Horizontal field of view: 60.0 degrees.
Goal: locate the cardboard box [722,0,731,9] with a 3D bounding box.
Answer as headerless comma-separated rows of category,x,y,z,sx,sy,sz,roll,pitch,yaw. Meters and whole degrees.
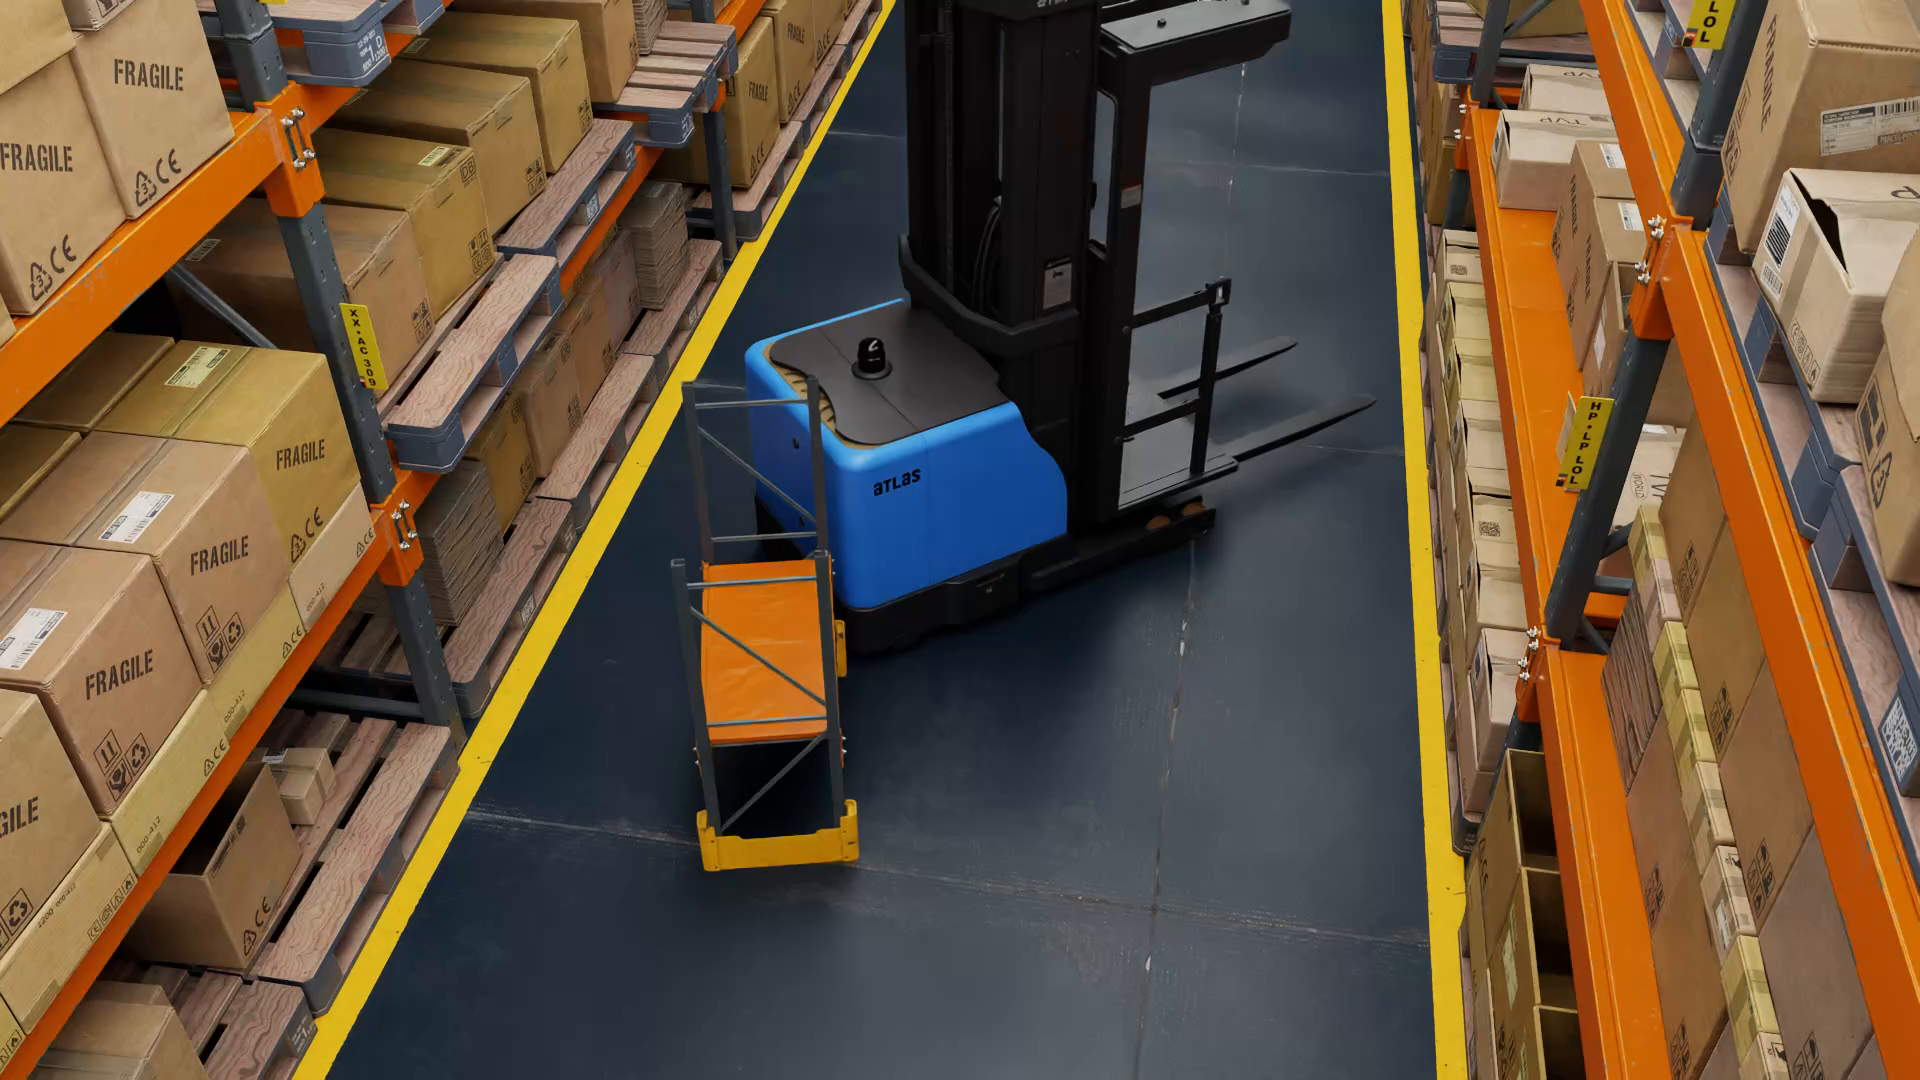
cardboard box,-1.475,-3.117,9.347,0.380,0.149,0.250,7,40,8

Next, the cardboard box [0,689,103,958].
cardboard box,-2.549,0.690,4.075,0.500,0.500,0.500,8,40,9

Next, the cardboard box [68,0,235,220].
cardboard box,-2.349,-1.214,4.416,0.500,0.500,0.500,7,40,9

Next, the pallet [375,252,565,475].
pallet,-2.229,-0.747,6.450,1.003,0.211,1.213,6,40,8

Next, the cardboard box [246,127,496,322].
cardboard box,-2.279,-1.231,6.461,0.700,0.500,0.500,10,41,12

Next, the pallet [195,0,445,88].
pallet,-2.293,-1.817,5.387,1.213,0.211,1.003,6,40,8

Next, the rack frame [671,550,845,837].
rack frame,-0.674,0.635,5.804,0.500,1.500,0.032,-4,40,-4

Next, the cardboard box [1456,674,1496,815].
cardboard box,2.162,0.792,6.266,0.500,0.250,0.500,6,40,7

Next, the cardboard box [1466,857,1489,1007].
cardboard box,1.996,1.342,5.601,0.500,0.250,0.500,6,40,8

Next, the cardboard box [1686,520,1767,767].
cardboard box,2.219,0.244,4.004,0.700,0.500,0.500,6,40,8

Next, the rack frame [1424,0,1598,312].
rack frame,3.067,-2.324,8.207,1.000,3.000,0.127,6,40,8

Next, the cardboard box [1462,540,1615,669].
cardboard box,2.247,0.255,6.475,0.500,0.311,0.500,7,40,9

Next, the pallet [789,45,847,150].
pallet,-1.388,-3.043,11.265,1.003,0.211,1.213,6,40,8

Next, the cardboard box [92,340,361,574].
cardboard box,-2.282,-0.265,5.231,0.500,0.500,0.500,6,40,8

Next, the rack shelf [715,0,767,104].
rack shelf,-1.466,-3.846,10.612,1.077,0.370,4.000,6,40,8

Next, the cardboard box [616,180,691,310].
cardboard box,-1.885,-1.616,8.967,0.700,0.500,0.500,7,40,8

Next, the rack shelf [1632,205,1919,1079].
rack shelf,2.029,0.563,2.926,1.077,0.370,4.000,6,40,8

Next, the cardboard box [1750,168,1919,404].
cardboard box,1.935,-0.525,3.308,0.500,0.311,0.500,4,40,5

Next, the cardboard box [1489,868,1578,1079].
cardboard box,1.908,1.367,4.983,0.500,0.500,0.500,6,40,8

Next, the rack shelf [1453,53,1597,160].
rack shelf,3.414,-3.302,9.954,1.077,0.370,4.000,6,40,8

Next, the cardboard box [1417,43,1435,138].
cardboard box,3.173,-2.798,10.396,0.500,0.500,0.500,5,40,6

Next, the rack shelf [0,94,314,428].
rack shelf,-2.850,0.019,3.583,1.077,0.370,4.000,6,40,8

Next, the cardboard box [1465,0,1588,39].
cardboard box,3.065,-2.932,8.534,0.700,0.500,0.500,-6,40,-7

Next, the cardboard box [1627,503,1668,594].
cardboard box,2.138,0.045,4.754,0.380,0.149,0.250,6,40,8

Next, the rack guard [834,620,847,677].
rack guard,-0.773,0.473,6.982,0.587,0.250,0.087,-4,40,-4

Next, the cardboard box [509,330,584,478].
cardboard box,-2.225,-0.673,7.826,0.700,0.500,0.500,7,40,8

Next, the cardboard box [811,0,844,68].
cardboard box,-1.255,-3.731,11.266,0.750,0.750,0.750,8,40,9

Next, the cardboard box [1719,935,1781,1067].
cardboard box,1.873,1.018,3.577,0.380,0.149,0.250,6,40,7

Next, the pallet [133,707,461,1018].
pallet,-2.586,1.143,6.202,1.003,0.211,1.213,6,40,8

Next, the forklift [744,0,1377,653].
forklift,0.598,-1.346,7.078,3.031,2.935,1.130,-21,44,-23

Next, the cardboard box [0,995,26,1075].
cardboard box,-2.630,1.285,3.943,0.500,0.250,0.500,6,40,7

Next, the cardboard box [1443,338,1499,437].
cardboard box,2.514,-0.695,7.625,0.500,0.311,0.500,5,40,6

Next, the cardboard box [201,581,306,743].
cardboard box,-2.382,0.335,5.093,0.500,0.250,0.500,7,40,8

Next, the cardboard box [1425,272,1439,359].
cardboard box,2.688,-1.130,8.591,0.500,0.250,0.500,6,40,8

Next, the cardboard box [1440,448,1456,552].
cardboard box,2.428,-0.165,7.424,0.500,0.250,0.500,7,40,9

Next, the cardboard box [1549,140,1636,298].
cardboard box,2.793,-1.308,6.899,0.500,0.500,0.500,4,40,5

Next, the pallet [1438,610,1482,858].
pallet,2.464,0.794,6.623,1.003,0.211,1.213,6,40,8

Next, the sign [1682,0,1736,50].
sign,1.839,-1.344,4.015,0.100,0.325,0.005,6,40,8

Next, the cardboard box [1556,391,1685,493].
cardboard box,2.347,-0.334,5.905,0.396,0.266,0.258,5,40,7

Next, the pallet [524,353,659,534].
pallet,-2.162,-0.539,8.237,1.003,0.211,1.213,6,40,8

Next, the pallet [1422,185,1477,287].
pallet,3.234,-1.714,9.657,1.003,0.211,1.213,6,40,8

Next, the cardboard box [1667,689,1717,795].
cardboard box,2.008,0.530,4.168,0.380,0.149,0.250,6,40,7

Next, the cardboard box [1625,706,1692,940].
cardboard box,2.220,0.759,4.400,0.700,0.500,0.500,6,40,7

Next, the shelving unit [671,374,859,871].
shelving unit,-0.724,0.307,6.201,0.587,1.500,1.083,-4,40,-4

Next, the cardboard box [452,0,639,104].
cardboard box,-1.954,-2.426,7.906,0.700,0.500,0.500,3,40,3

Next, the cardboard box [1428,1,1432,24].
cardboard box,3.263,-3.425,10.567,0.500,0.250,0.500,6,40,8

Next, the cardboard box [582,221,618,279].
cardboard box,-2.046,-1.554,8.304,0.500,0.250,0.500,7,40,9

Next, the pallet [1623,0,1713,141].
pallet,2.515,-1.451,4.947,0.805,0.209,1.217,5,40,6

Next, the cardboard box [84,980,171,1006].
cardboard box,-2.801,1.573,5.385,0.380,0.149,0.250,3,40,4

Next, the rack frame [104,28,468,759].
rack frame,-2.504,-0.357,5.828,1.000,3.000,0.127,6,40,8

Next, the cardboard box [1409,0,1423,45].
cardboard box,3.436,-3.764,11.565,0.500,0.500,0.500,5,40,6

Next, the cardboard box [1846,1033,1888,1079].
cardboard box,1.958,1.186,2.864,0.700,0.500,0.500,7,40,8

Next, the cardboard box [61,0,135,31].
cardboard box,-2.324,-1.601,4.099,0.500,0.500,0.500,3,40,4
